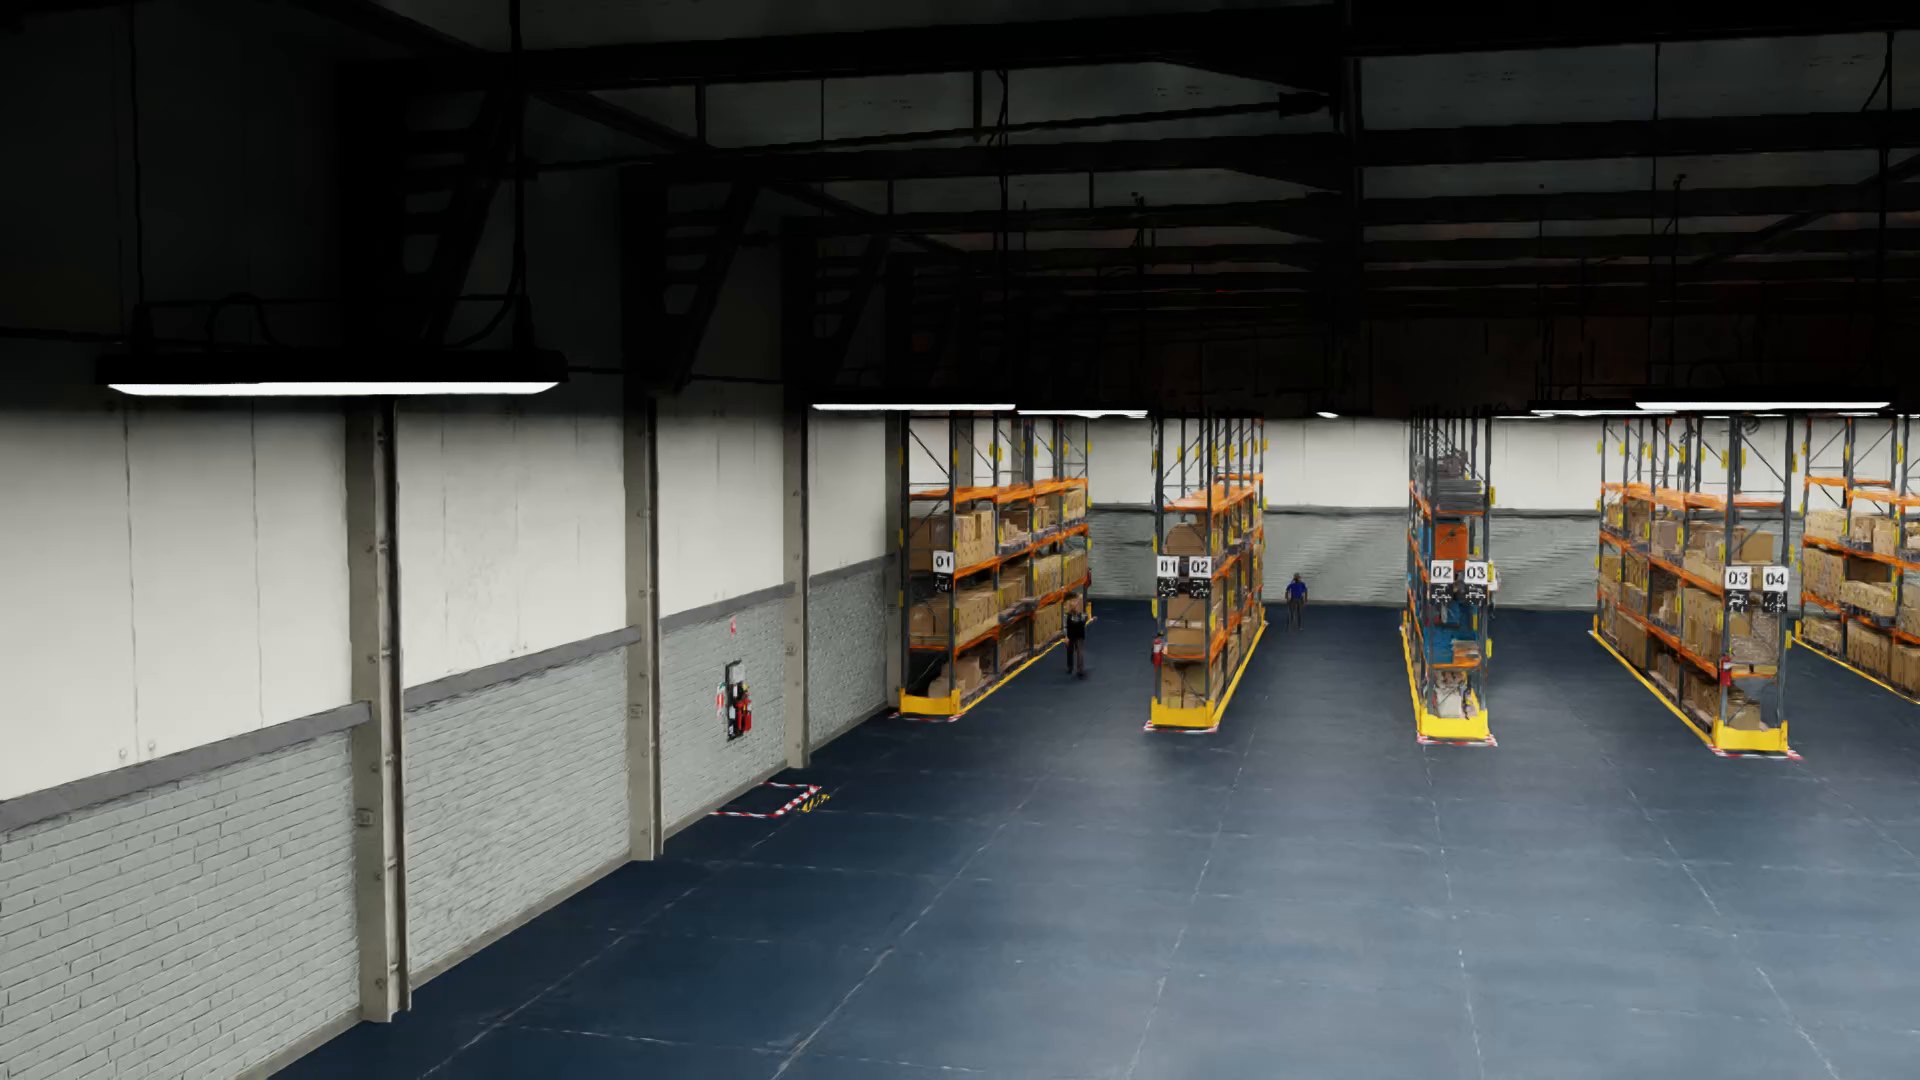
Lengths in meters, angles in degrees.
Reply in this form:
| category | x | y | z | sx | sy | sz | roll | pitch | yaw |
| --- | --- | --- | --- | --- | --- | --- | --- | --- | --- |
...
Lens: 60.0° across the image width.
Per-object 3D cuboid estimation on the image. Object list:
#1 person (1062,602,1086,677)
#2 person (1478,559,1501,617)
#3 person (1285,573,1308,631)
| category | x | y | z | sx | sy | sz | roll | pitch | yaw |
| --- | --- | --- | --- | --- | --- | --- | --- | --- | --- |
| person | 2.556 | 2.208 | 37.310 | 0.537 | 1.662 | 1.028 | 0 | 4 | 5 |
| person | 15.368 | 1.402 | 48.349 | 0.676 | 1.726 | 0.574 | 1 | 4 | 11 |
| person | 9.167 | 1.680 | 45.321 | 0.592 | 1.604 | 0.518 | 1 | 4 | 12 |
